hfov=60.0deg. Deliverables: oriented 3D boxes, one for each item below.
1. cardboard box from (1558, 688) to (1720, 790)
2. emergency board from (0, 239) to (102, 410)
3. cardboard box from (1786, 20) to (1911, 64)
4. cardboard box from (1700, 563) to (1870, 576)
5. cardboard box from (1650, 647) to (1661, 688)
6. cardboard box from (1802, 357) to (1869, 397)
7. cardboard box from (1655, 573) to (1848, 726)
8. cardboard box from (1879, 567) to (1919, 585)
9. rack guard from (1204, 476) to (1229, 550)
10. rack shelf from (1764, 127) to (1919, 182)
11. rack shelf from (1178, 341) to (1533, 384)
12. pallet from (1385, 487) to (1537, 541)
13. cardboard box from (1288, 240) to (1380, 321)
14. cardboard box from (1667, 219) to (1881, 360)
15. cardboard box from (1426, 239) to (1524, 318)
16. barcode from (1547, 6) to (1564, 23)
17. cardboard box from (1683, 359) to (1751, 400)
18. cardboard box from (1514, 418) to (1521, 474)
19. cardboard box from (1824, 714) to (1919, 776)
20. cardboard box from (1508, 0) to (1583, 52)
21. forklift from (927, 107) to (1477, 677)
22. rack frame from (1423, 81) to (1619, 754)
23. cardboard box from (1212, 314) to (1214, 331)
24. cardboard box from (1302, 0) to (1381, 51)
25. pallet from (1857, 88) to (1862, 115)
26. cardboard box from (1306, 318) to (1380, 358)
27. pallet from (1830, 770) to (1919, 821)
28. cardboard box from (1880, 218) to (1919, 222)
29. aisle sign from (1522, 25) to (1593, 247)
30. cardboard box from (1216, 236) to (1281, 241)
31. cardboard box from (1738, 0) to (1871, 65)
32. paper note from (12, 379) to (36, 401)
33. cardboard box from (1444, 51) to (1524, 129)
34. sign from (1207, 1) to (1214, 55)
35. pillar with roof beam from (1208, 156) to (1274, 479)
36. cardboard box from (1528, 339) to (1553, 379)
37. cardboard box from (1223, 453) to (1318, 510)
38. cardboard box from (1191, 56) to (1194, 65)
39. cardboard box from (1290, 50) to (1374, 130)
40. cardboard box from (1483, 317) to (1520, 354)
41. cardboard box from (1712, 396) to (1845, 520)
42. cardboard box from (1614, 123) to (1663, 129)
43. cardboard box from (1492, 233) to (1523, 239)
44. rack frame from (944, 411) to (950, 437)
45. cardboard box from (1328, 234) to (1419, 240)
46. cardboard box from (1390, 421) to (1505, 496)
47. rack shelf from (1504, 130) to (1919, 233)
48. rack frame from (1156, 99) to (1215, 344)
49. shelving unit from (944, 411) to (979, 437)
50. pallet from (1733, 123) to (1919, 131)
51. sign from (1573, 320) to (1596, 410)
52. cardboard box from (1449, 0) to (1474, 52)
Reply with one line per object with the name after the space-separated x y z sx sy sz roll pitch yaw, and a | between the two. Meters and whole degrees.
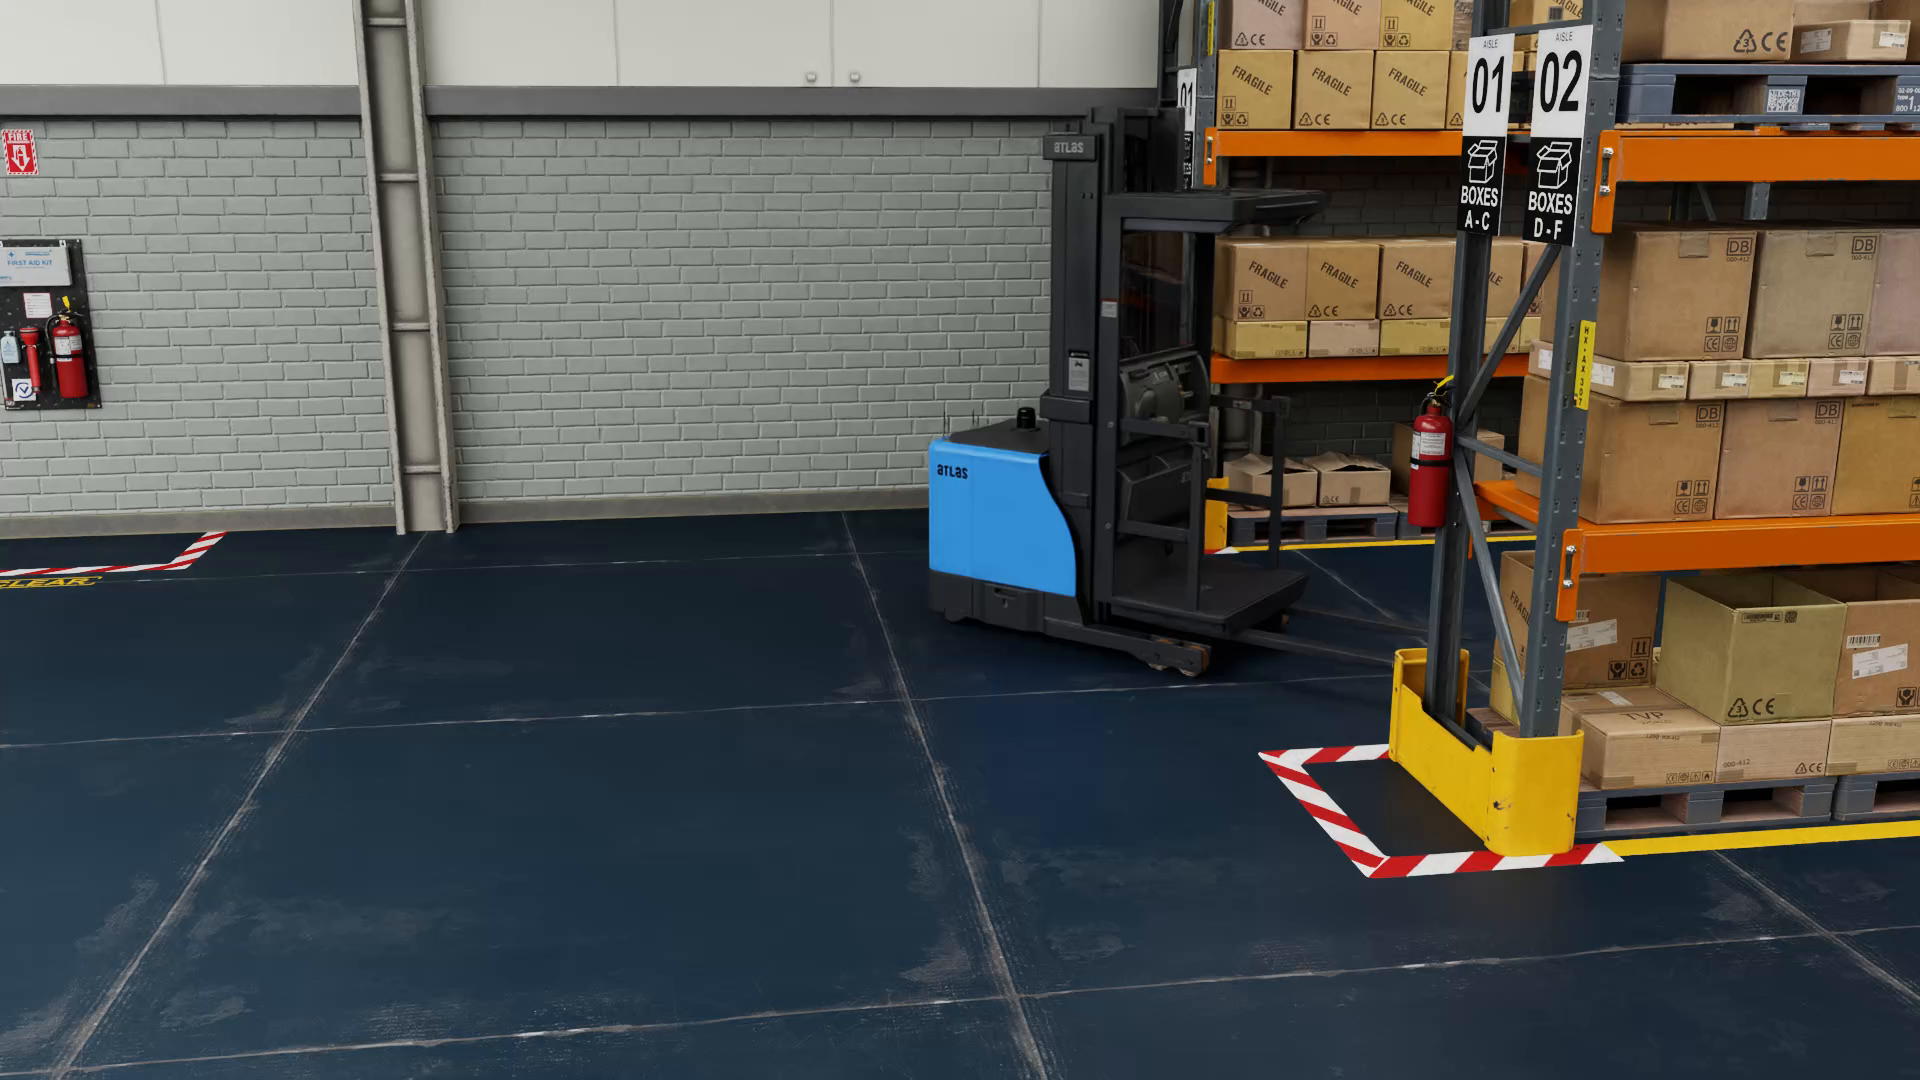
2.825 0.833 7.023 0.500 0.250 0.500 -2 14 -8 | cardboard box
-6.299 -1.458 11.369 0.643 1.169 0.194 -2 14 -8 | emergency board
3.451 -1.936 6.474 0.250 0.149 0.380 -2 14 -8 | cardboard box
3.734 0.304 7.589 0.500 0.500 0.500 -2 14 -8 | cardboard box
3.241 0.687 7.603 0.500 0.250 0.500 -2 14 -8 | cardboard box
3.439 -0.684 6.744 0.250 0.149 0.380 -2 14 -9 | cardboard box
3.319 0.451 7.006 0.500 0.500 0.500 -2 14 -8 | cardboard box
4.309 0.416 7.146 0.500 0.500 0.500 -2 14 -8 | cardboard box
1.595 -0.313 11.941 0.348 0.500 1.175 -2 14 -8 | rack guard
7.453 -2.846 12.216 4.000 0.370 1.077 -2 14 -8 | rack shelf
3.498 -1.246 12.003 4.000 0.370 1.077 -2 14 -8 | rack shelf
3.608 -0.237 12.233 1.213 0.211 1.003 -2 14 -8 | pallet
2.527 -1.784 11.393 0.500 0.500 0.500 -2 14 -8 | cardboard box
3.297 -1.045 6.849 0.500 0.500 0.700 -2 14 -10 | cardboard box
3.548 -1.822 11.548 0.500 0.500 0.500 -2 14 -7 | cardboard box
2.488 -2.194 6.946 0.075 0.075 0.001 -2 14 -8 | barcode
2.943 -0.667 6.675 0.250 0.149 0.380 -2 14 -10 | cardboard box
4.455 -0.621 12.266 0.500 0.500 0.500 -3 14 -13 | cardboard box
3.814 0.796 7.170 0.500 0.250 0.500 -2 14 -8 | cardboard box
3.965 -3.538 11.196 0.500 0.500 0.500 -3 14 -10 | cardboard box
1.300 -0.843 9.058 3.031 2.935 1.130 10 17 34 | forklift
2.262 -0.331 6.875 0.127 3.000 1.000 -2 14 -8 | rack frame
1.953 -1.523 11.895 0.500 0.250 0.500 -2 14 -7 | cardboard box
2.441 -3.482 10.972 0.500 0.500 0.500 -2 14 -9 | cardboard box
4.174 -1.807 6.778 1.213 0.211 1.003 -2 14 -8 | pallet
2.561 -1.423 11.497 0.500 0.250 0.500 -3 14 -10 | cardboard box
4.216 0.940 7.538 1.213 0.211 1.003 -2 14 -8 | pallet
4.291 -1.082 6.996 0.500 0.500 0.700 -2 14 -8 | cardboard box
2.242 -1.516 6.256 0.004 0.787 0.394 -2 14 -8 | aisle sign
1.955 -1.891 11.823 0.500 0.500 0.500 -2 14 -9 | cardboard box
3.361 -2.090 6.880 0.500 0.250 0.500 -2 14 -8 | cardboard box
-6.484 -1.041 11.517 0.142 0.148 0.016 -2 14 -8 | paper note
3.464 -3.043 11.275 0.500 0.500 0.500 -1 14 -5 | cardboard box
1.601 -3.271 10.634 0.005 0.325 0.100 -2 14 -8 | sign
2.725 -3.630 7.698 0.400 9.000 9.100 -2 14 -8 | pillar with roof beam
2.611 -0.754 7.022 0.250 0.149 0.380 -2 14 -9 | cardboard box
2.218 -0.435 11.913 0.500 0.311 0.500 -4 15 -15 | cardboard box
1.895 -3.112 11.550 0.500 0.500 0.500 -1 14 -4 | cardboard box
2.424 -2.998 11.098 0.500 0.500 0.500 -1 14 -5 | cardboard box
3.566 -1.458 11.635 0.500 0.250 0.500 -2 14 -8 | cardboard box
3.244 -0.414 6.999 0.500 0.500 0.700 -2 14 -7 | cardboard box
4.511 -3.088 11.454 0.500 0.500 0.500 -3 14 -13 | cardboard box
3.974 -1.967 12.123 0.500 0.500 0.500 -2 14 -7 | cardboard box
-0.093 -0.433 11.599 0.006 0.900 0.240 -2 14 -8 | rack frame
2.964 -1.927 11.965 0.500 0.500 0.500 -2 14 -10 | cardboard box
3.514 -0.562 12.031 0.500 0.500 0.700 -3 14 -12 | cardboard box
4.239 -1.509 6.887 4.000 0.370 1.077 -2 14 -8 | rack shelf
1.520 -1.522 11.626 0.127 3.000 1.000 -2 14 -8 | rack frame
0.008 -0.437 11.614 0.210 0.900 0.258 -2 14 -8 | shelving unit
6.102 -3.028 11.849 1.003 0.211 1.213 -2 14 -8 | pallet
2.339 -0.656 6.227 0.005 0.325 0.100 -2 14 -8 | sign
3.435 -3.650 11.643 0.500 0.500 0.500 -2 14 -8 | cardboard box
